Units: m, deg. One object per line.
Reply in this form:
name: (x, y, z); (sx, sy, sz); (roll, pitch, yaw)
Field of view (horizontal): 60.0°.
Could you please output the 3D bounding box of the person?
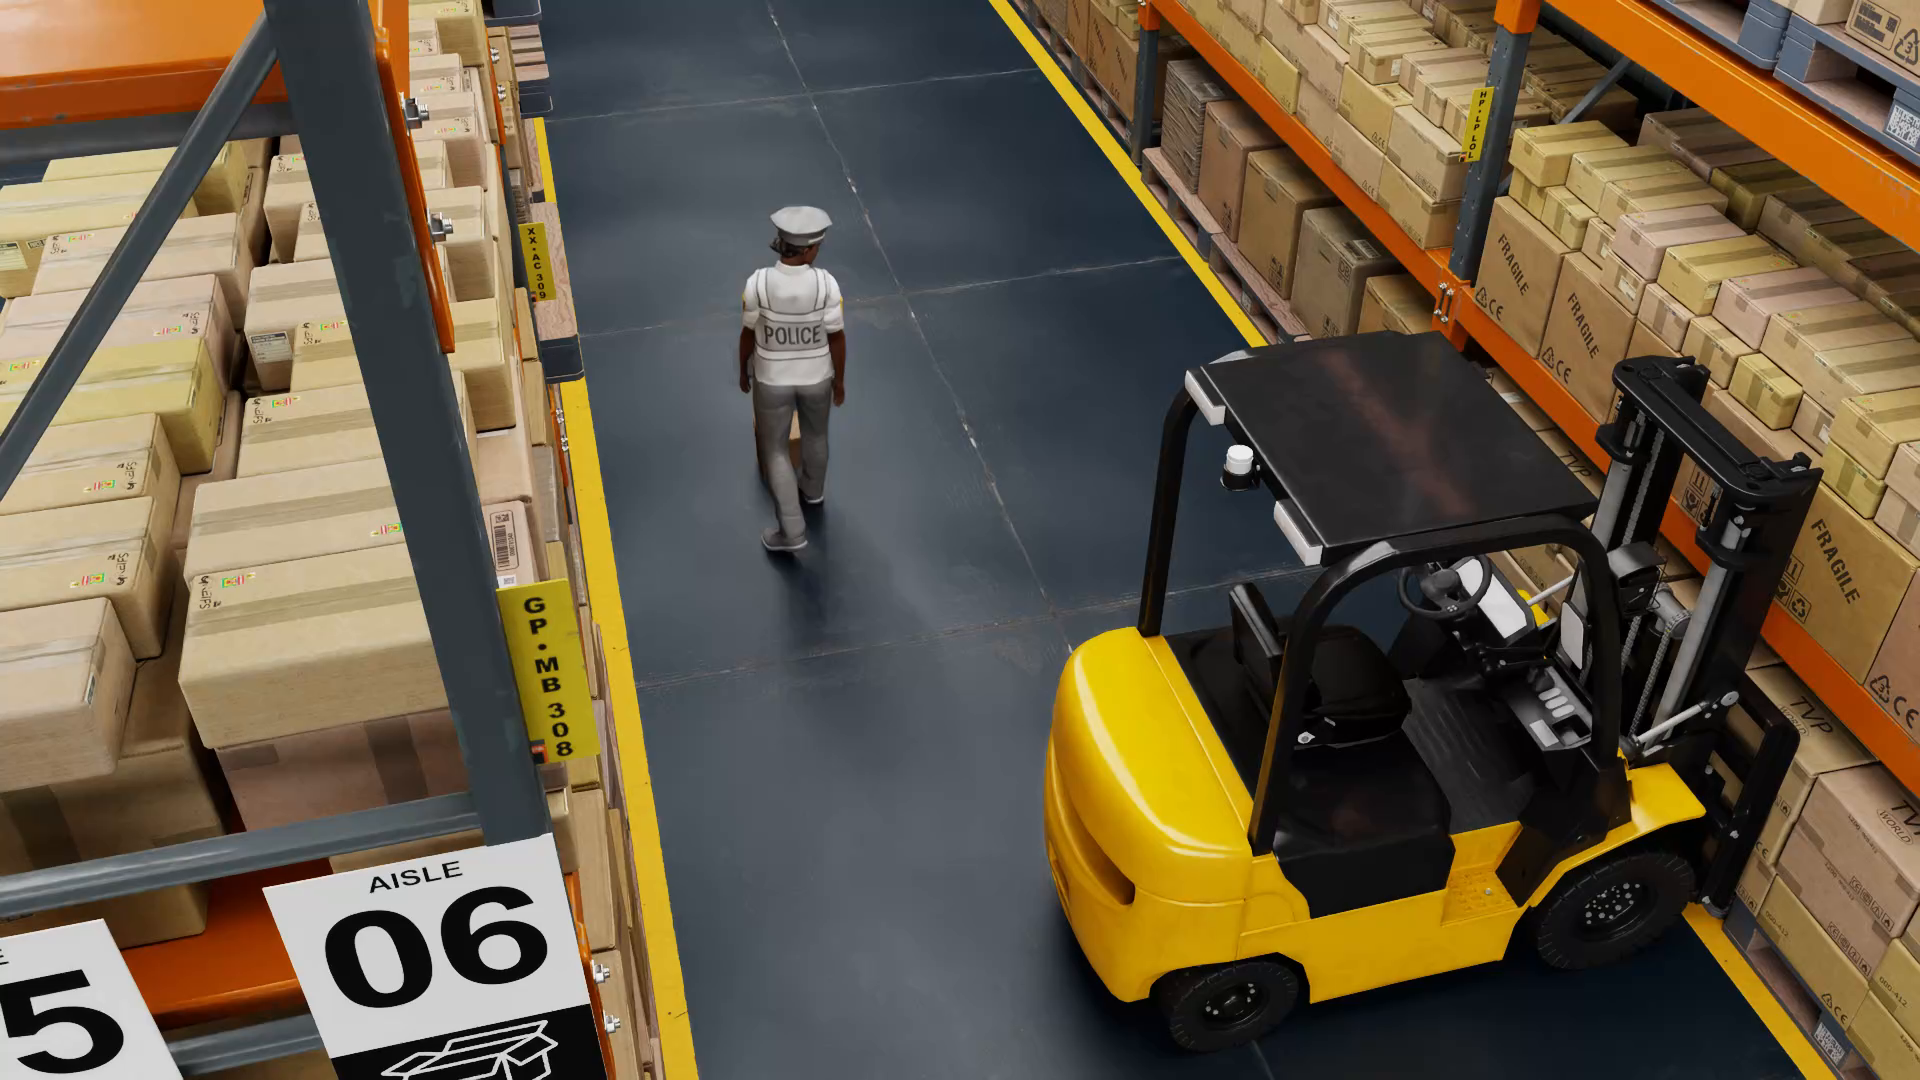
person: (-0.769, -0.759, 7.651); (0.477, 1.644, 0.731); (-9, 39, -11)
